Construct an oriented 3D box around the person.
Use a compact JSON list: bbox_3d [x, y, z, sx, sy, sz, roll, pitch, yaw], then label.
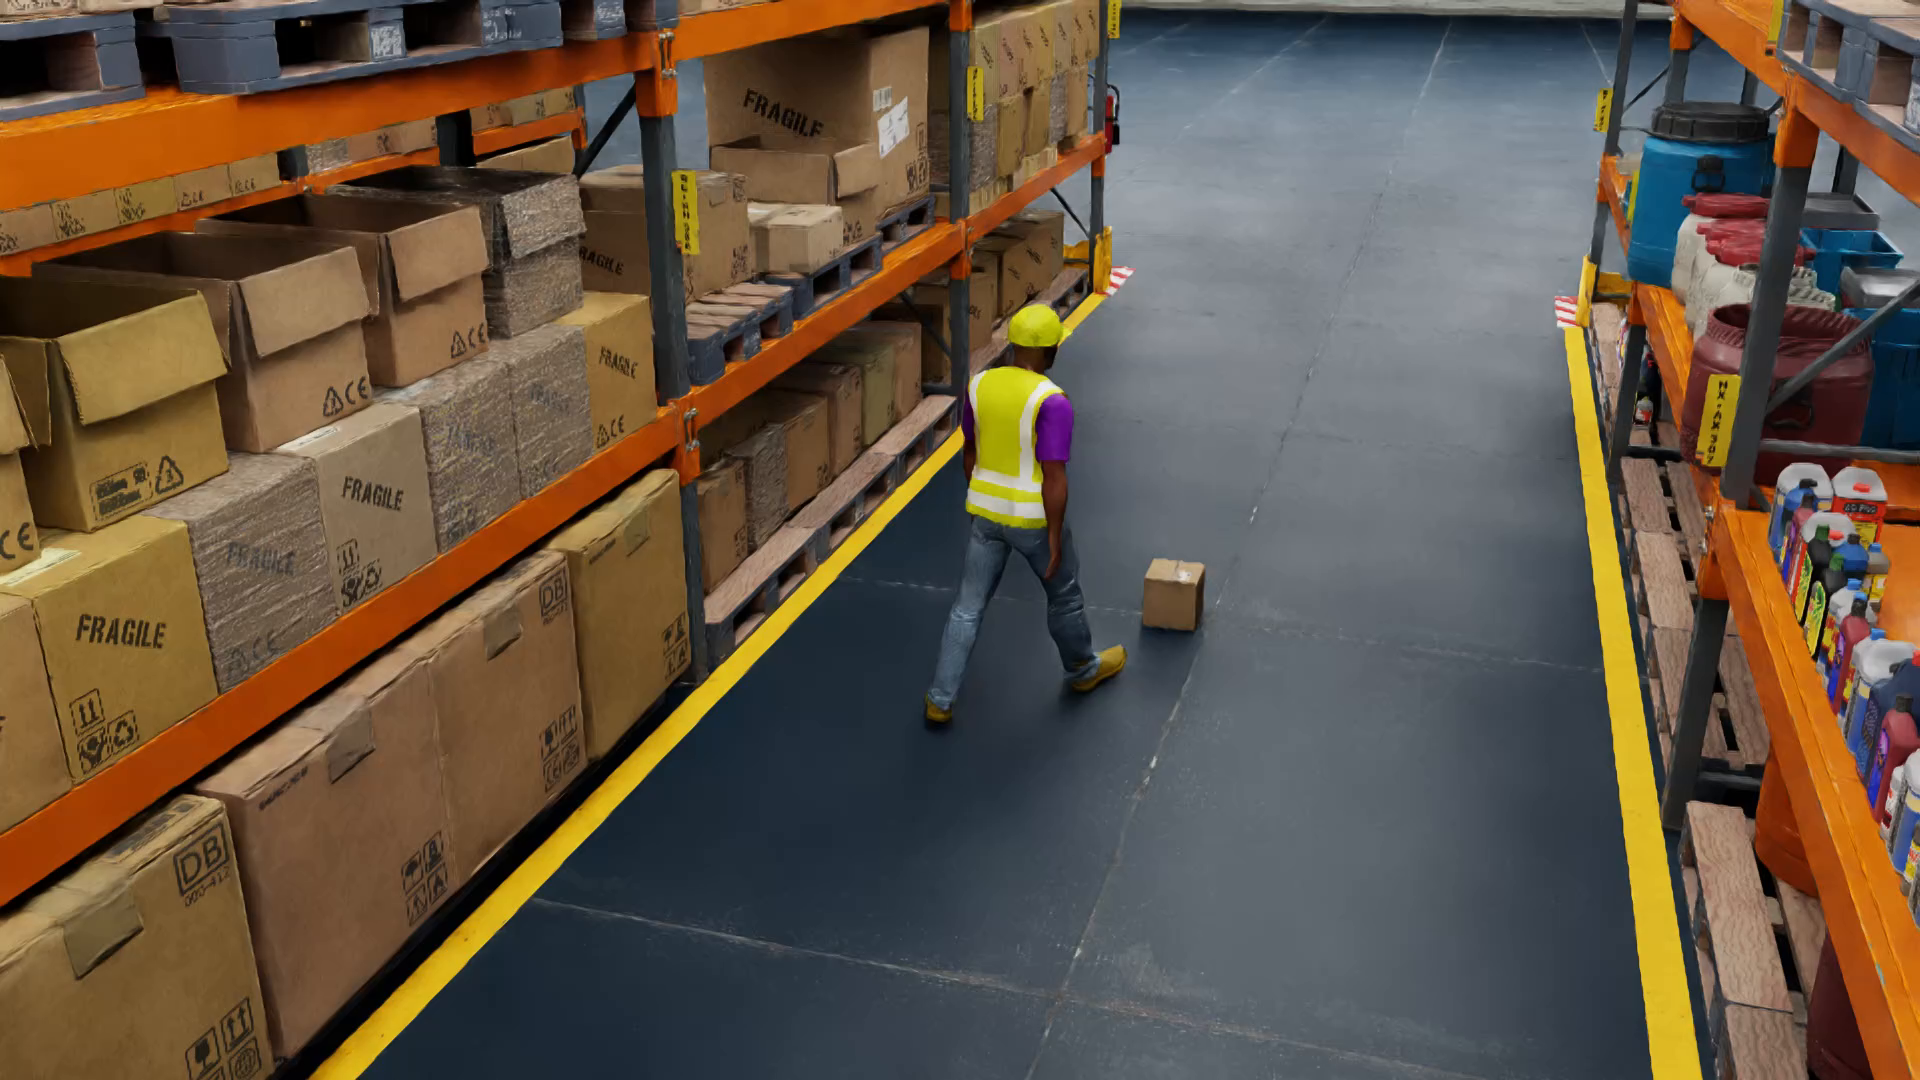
[{"bbox_3d":[0.259,-0.121,6.913,0.617,1.727,0.963,17,28,37],"label":"person"}]
